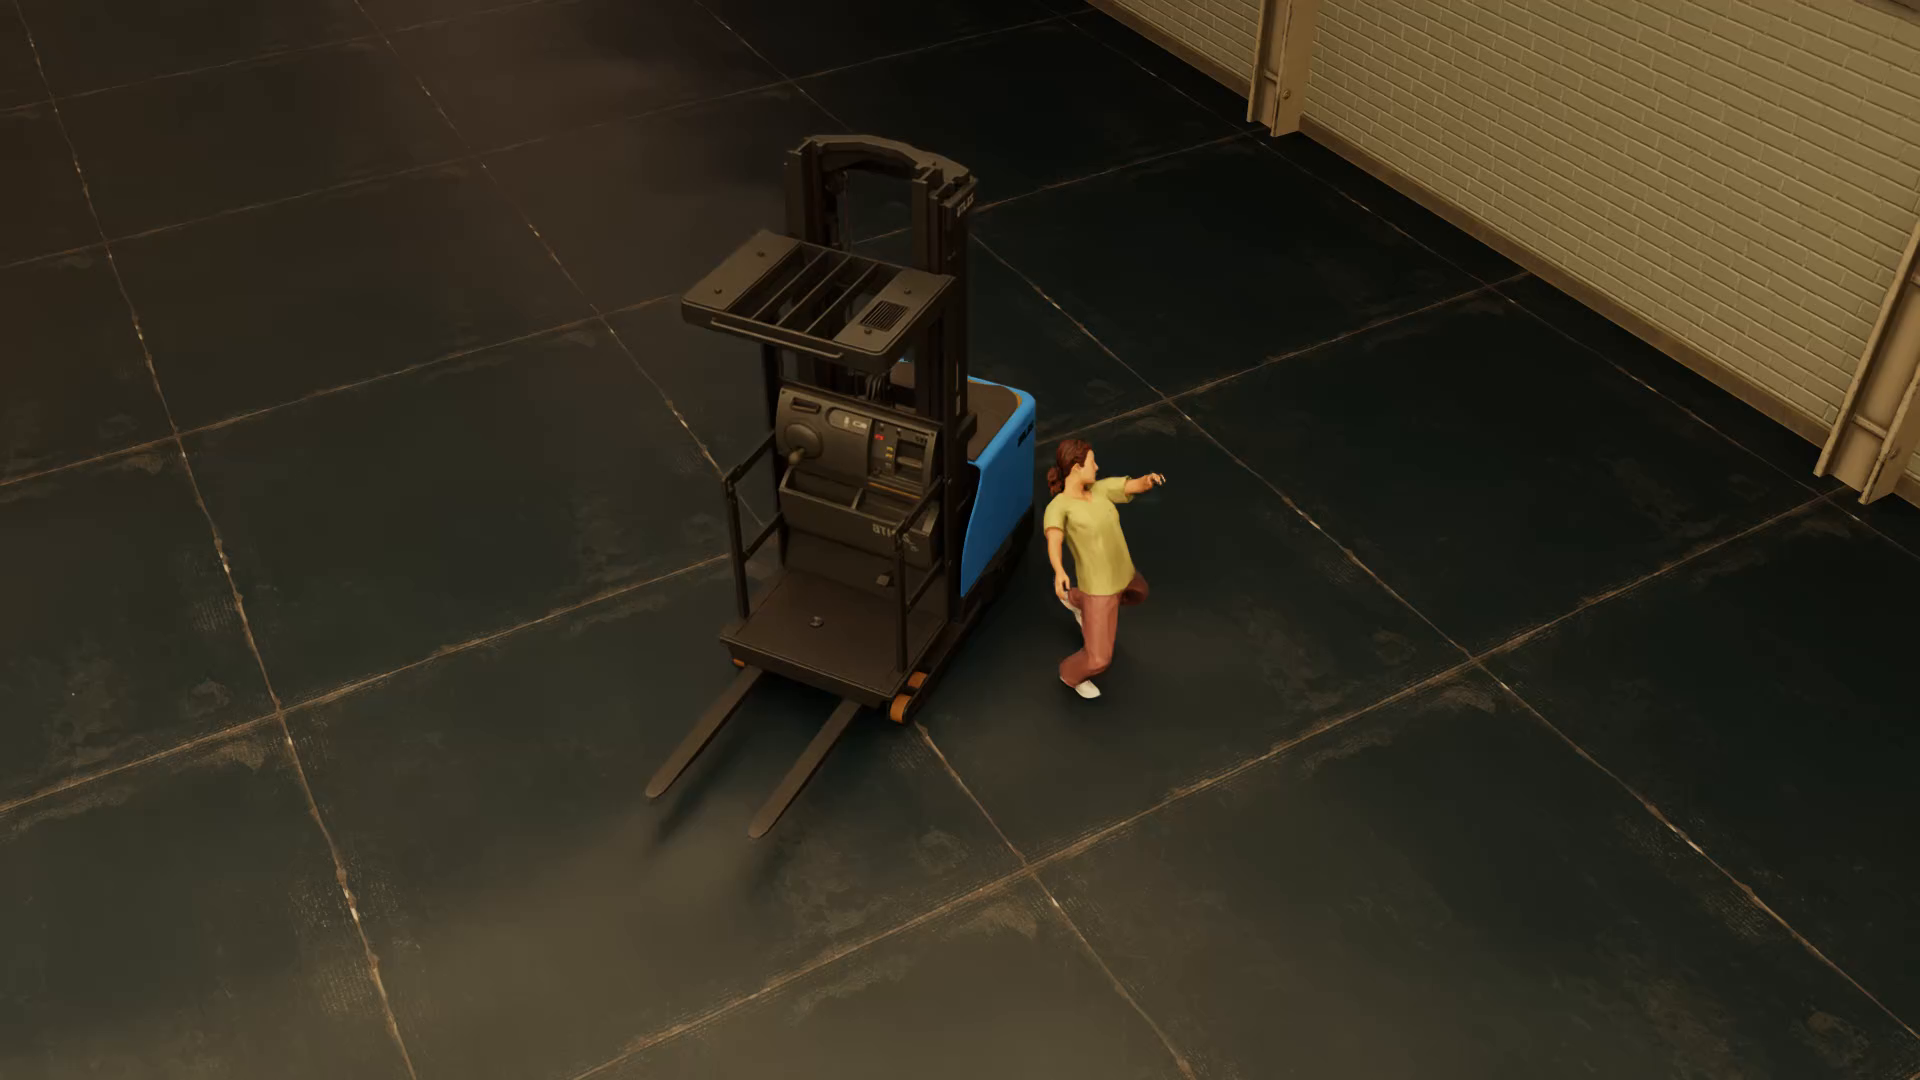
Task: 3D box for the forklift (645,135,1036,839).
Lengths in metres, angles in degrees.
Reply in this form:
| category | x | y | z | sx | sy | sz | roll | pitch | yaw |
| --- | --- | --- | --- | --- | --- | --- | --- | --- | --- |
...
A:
| category | x | y | z | sx | sy | sz | roll | pitch | yaw |
| --- | --- | --- | --- | --- | --- | --- | --- | --- | --- |
| forklift | -0.639 | -0.444 | 8.571 | 1.130 | 2.935 | 3.031 | 17 | 43 | 20 |

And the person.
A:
| category | x | y | z | sx | sy | sz | roll | pitch | yaw |
| --- | --- | --- | --- | --- | --- | --- | --- | --- | --- |
| person | 0.664 | 0.233 | 8.874 | 0.666 | 1.452 | 1.010 | 21 | 44 | 23 |
